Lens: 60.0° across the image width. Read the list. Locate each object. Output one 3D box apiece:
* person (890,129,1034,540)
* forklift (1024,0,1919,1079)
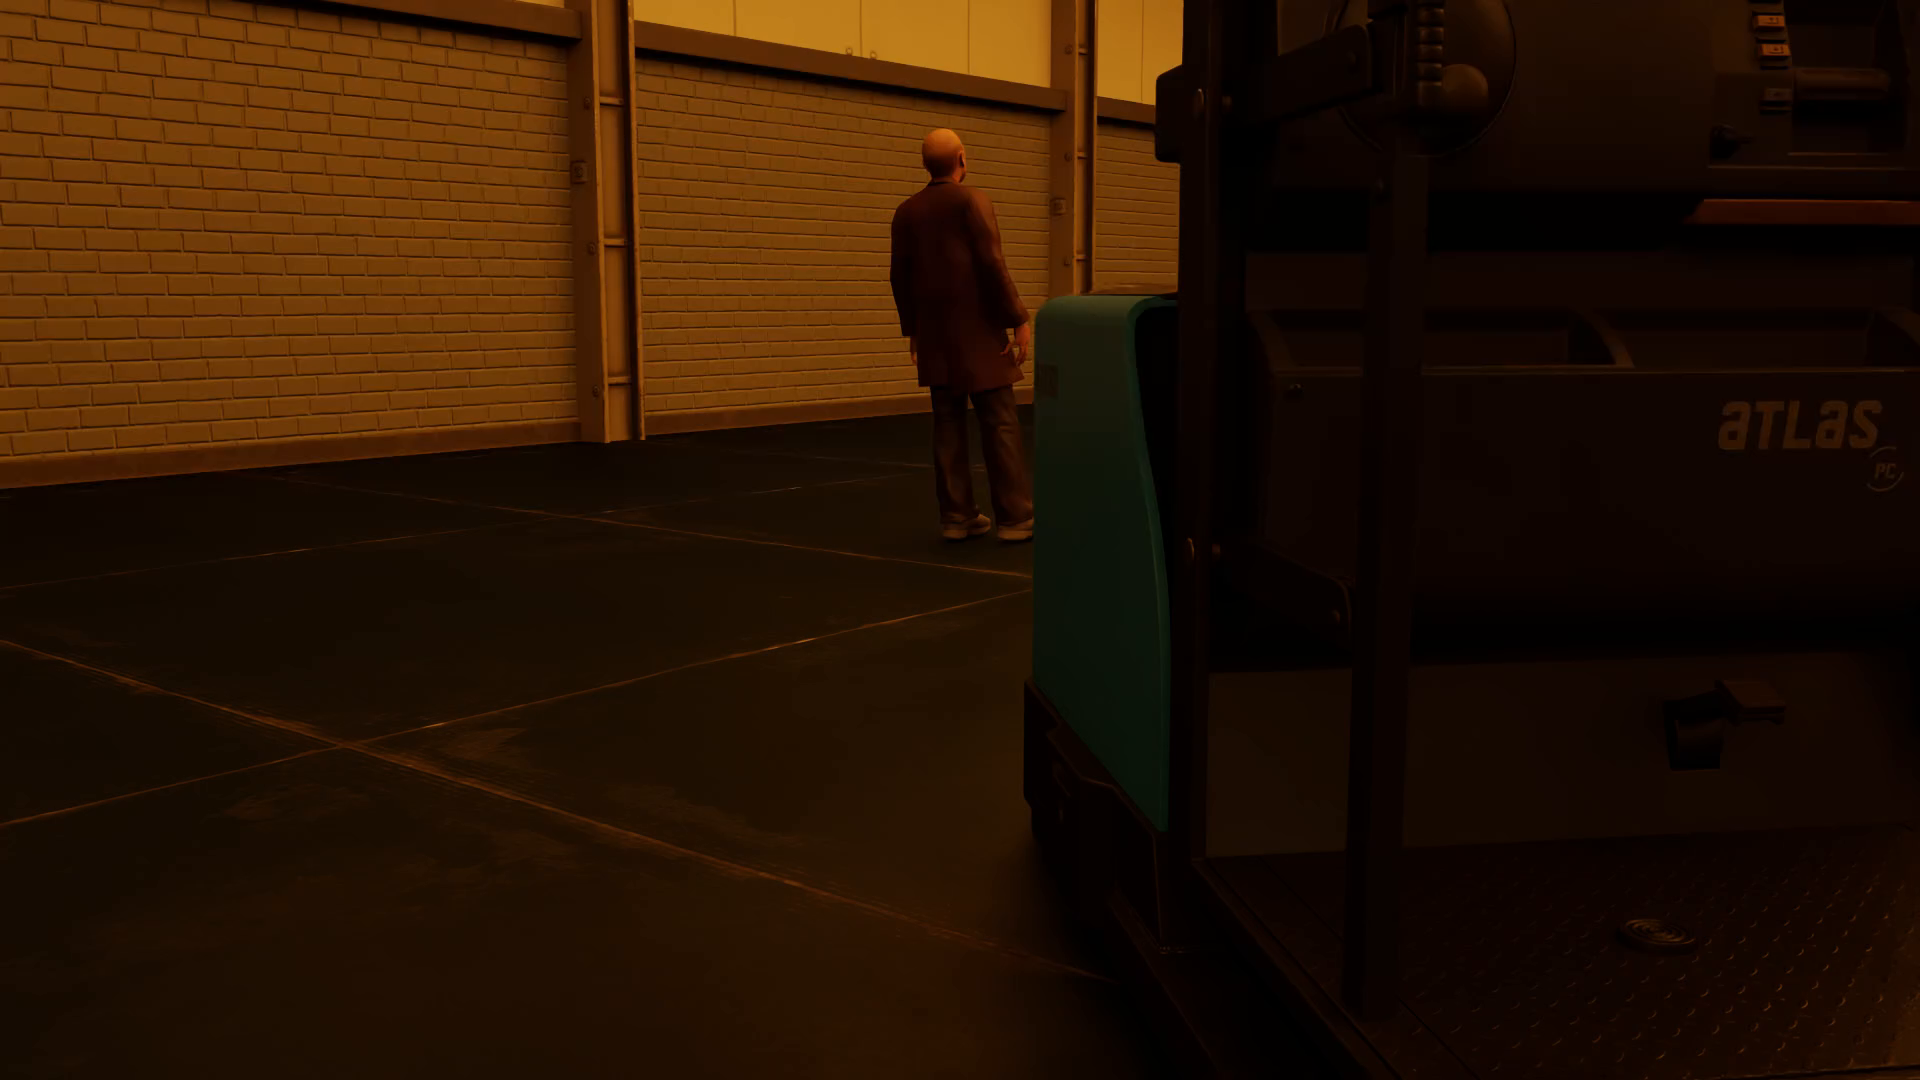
[{"bbox_3d":[0.061,-0.896,7.342,0.696,1.775,0.582,7,11,38],"label":"person"},{"bbox_3d":[0.859,-0.668,1.849,1.130,2.935,3.031,-1,8,-8],"label":"forklift"}]
